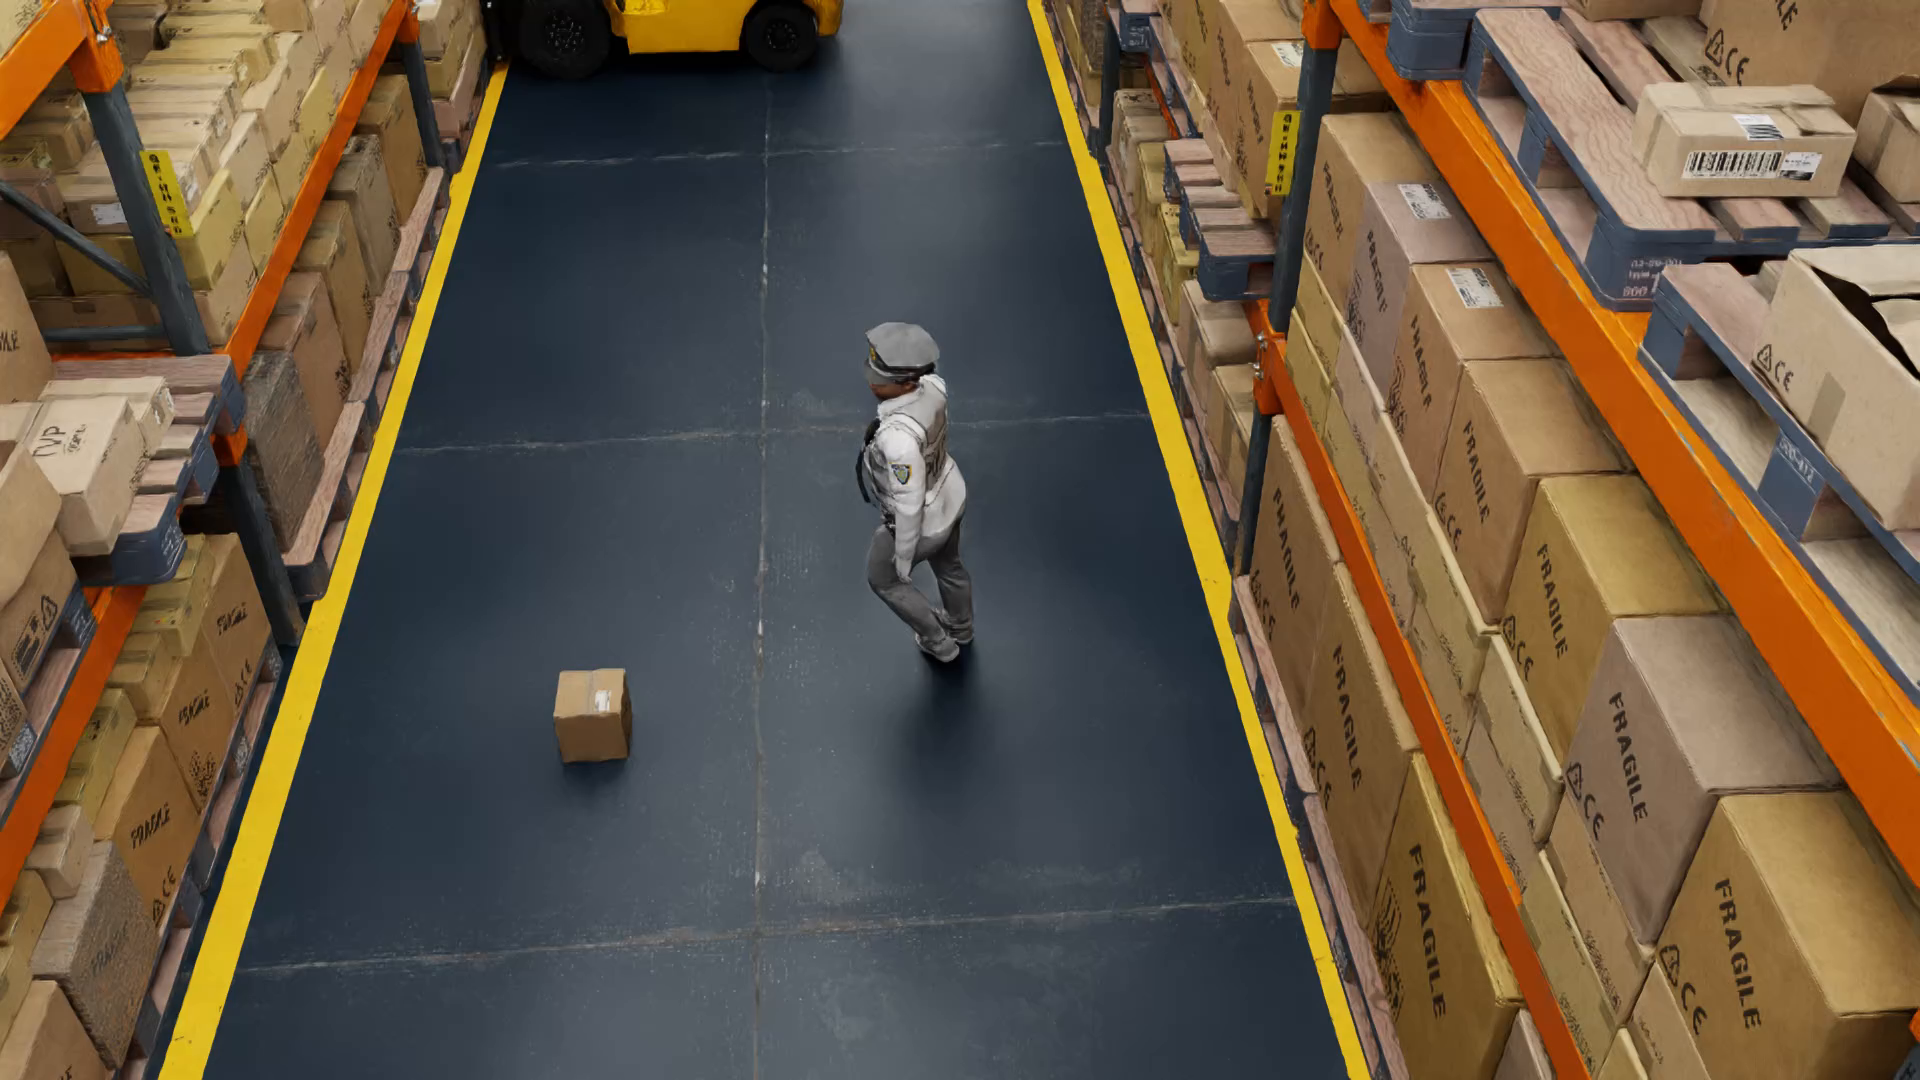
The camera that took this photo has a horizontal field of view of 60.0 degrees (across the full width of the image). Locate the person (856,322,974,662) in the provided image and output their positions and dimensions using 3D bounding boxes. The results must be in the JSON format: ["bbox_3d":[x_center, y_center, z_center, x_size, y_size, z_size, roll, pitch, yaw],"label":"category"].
[{"bbox_3d":[-0.169,-0.116,6.294,0.390,1.637,0.605,14,41,16],"label":"person"}]
